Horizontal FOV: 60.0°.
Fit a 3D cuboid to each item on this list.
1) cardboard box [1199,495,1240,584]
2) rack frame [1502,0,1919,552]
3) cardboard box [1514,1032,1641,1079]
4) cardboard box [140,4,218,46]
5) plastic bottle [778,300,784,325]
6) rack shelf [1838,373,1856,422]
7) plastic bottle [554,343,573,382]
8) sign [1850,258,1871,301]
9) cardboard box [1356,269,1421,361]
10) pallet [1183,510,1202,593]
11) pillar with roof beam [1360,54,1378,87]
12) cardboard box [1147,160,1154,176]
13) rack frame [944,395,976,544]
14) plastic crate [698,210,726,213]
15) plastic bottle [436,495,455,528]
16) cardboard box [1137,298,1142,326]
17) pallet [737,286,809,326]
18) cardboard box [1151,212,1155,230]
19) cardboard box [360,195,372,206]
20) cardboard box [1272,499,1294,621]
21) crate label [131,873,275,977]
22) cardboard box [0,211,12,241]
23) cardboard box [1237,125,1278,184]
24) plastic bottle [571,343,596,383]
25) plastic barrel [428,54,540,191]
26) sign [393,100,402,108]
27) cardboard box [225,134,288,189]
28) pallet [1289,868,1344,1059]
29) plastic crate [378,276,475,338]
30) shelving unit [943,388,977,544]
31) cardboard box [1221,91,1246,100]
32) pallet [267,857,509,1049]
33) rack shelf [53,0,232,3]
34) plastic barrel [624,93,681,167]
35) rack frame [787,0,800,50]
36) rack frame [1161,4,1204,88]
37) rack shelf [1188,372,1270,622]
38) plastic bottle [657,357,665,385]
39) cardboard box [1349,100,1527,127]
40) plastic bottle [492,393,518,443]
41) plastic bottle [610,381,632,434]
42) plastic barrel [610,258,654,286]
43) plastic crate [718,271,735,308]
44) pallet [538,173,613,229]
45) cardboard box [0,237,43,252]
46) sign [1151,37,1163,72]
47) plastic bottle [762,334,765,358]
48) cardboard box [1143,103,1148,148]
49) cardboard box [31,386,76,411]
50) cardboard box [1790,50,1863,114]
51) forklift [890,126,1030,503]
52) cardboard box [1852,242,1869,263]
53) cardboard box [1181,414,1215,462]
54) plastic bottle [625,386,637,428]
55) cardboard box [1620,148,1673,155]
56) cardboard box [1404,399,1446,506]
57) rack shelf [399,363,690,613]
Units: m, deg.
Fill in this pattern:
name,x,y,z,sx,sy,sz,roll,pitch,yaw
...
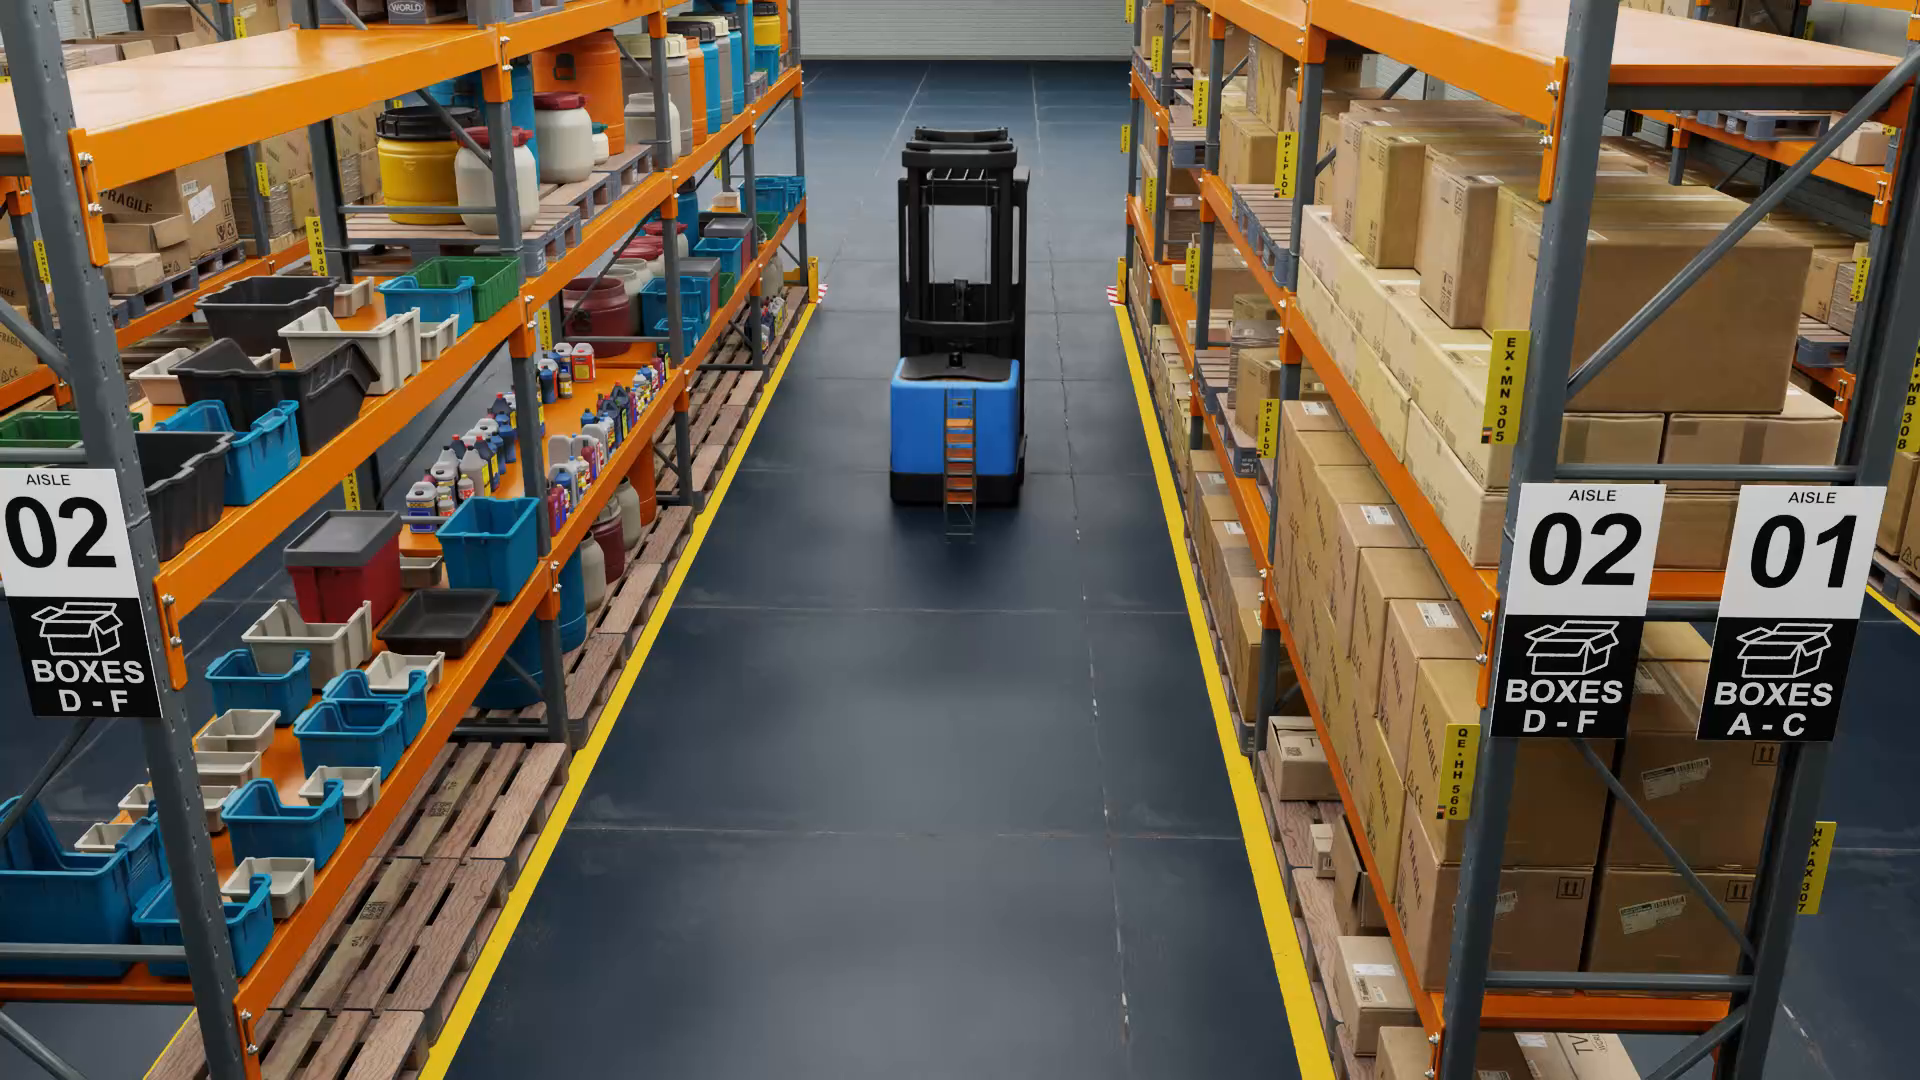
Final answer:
name,x,y,z,sx,sy,sz,roll,pitch,yaw
cardboard box,1.974,0.003,11.721,0.500,0.500,0.500,0,21,1
rack frame,2.061,-1.393,4.179,1.000,3.000,0.127,1,21,2
cardboard box,2.377,2.106,6.647,0.500,0.250,0.500,1,21,2
cardboard box,-7.717,-5.028,16.453,0.500,0.500,0.500,0,21,0
plastic bottle,-2.060,-2.563,18.644,0.152,0.276,0.135,0,21,0
rack shelf,7.195,-0.377,10.849,1.077,0.370,4.000,1,21,2
plastic bottle,-2.983,-1.334,12.492,0.152,0.276,0.135,1,21,2
sign,6.713,-1.941,12.394,0.100,0.325,0.005,1,21,2
cardboard box,1.865,-0.889,6.542,0.500,0.250,0.500,1,21,2
pallet,2.244,0.081,12.529,1.003,0.211,1.213,1,21,2
pillar with roof beam,4.587,-13.418,35.171,9.100,9.000,0.400,1,21,2
cardboard box,2.284,-4.125,18.479,0.380,0.149,0.250,0,21,1
rack frame,-0.002,-0.532,12.740,0.240,1.200,0.006,1,21,2
plastic crate,-2.762,-3.325,17.657,0.499,0.251,0.616,1,21,2
plastic bottle,-2.954,-0.157,9.562,0.097,0.201,0.097,0,21,0
cardboard box,2.262,-2.561,18.704,0.500,0.250,0.500,1,21,2
pallet,-2.388,-2.816,19.994,1.003,0.211,1.213,1,21,2
cardboard box,2.477,-3.700,18.279,0.700,0.500,0.500,1,21,3
cardboard box,-7.143,-3.998,19.533,0.380,0.149,0.250,1,21,2
cardboard box,1.895,0.092,8.507,0.500,0.500,0.500,1,21,3
crate label,-2.553,1.312,5.649,0.416,0.233,0.303,1,21,2
cardboard box,-12.263,-3.542,20.368,0.875,0.875,0.875,1,21,2
cardboard box,2.294,-2.403,10.791,0.910,0.500,0.500,1,21,2
plastic bottle,-2.831,-1.332,12.487,0.152,0.276,0.135,1,21,2
plastic barrel,-2.869,-2.545,10.021,0.600,0.901,0.708,1,21,2
sign,-6.800,-5.166,20.158,0.100,0.325,0.005,1,21,2
cardboard box,-7.208,-3.857,16.891,0.500,0.500,0.500,1,21,2
pallet,2.127,1.948,7.717,1.003,0.211,1.213,1,21,2
plastic crate,-2.477,-1.086,7.766,0.416,0.233,0.300,1,21,2
shelving unit,0.000,-0.565,12.825,0.258,1.200,0.189,1,21,2
cardboard box,2.260,-3.368,13.041,0.500,0.250,0.500,1,21,3
pallet,-2.786,1.910,7.814,1.003,0.211,1.213,1,21,2
rack shelf,-7.536,-4.597,13.985,1.077,0.370,4.000,1,21,2
plastic barrel,-2.331,-3.104,12.581,0.421,0.512,0.421,0,21,0
rack frame,-2.403,-7.234,19.233,1.000,3.000,0.127,1,21,2
rack frame,2.426,-5.732,15.362,1.000,3.000,0.127,1,21,2
rack shelf,2.244,-0.430,10.986,1.077,0.370,4.000,1,21,2
plastic bottle,-2.254,-1.260,12.403,0.097,0.201,0.097,0,21,0
cardboard box,2.206,-1.778,7.796,0.700,0.500,0.500,1,21,2
plastic bottle,-3.034,-0.810,11.037,0.144,0.351,0.185,1,21,2
plastic bottle,-2.314,-0.900,11.271,0.144,0.351,0.185,1,21,2
plastic barrel,-2.816,-2.123,14.200,0.421,0.512,0.421,0,21,0
plastic crate,-2.296,-2.259,14.998,0.450,0.188,0.662,1,21,2
pallet,-2.810,-2.103,10.418,1.003,0.211,1.213,1,21,2
cardboard box,-7.704,-2.240,13.937,0.700,0.500,0.500,4,22,10
sign,1.871,-4.617,15.811,0.100,0.325,0.005,1,21,2
plastic bottle,-2.077,-2.035,17.289,0.097,0.271,0.097,0,21,0
cardboard box,2.519,-4.845,19.437,0.700,0.500,0.500,1,21,2
cardboard box,-7.607,-1.231,13.866,0.500,0.250,0.500,1,21,4
cardboard box,7.244,-3.880,14.017,0.500,0.500,0.500,0,21,0
forklift,0.039,-2.156,14.534,1.130,2.935,3.031,1,21,4
cardboard box,7.232,-2.231,12.990,0.380,0.149,0.250,-3,21,-7
cardboard box,2.074,-0.856,13.534,0.500,0.311,0.500,1,21,3
plastic bottle,-2.267,-0.926,11.430,0.061,0.283,0.133,1,21,2
cardboard box,7.661,-4.076,18.529,0.500,0.500,0.500,0,21,0
cardboard box,1.839,-0.294,5.701,0.500,0.250,0.500,1,21,2
rack shelf,-2.707,-0.486,11.130,1.077,0.370,4.000,1,21,2
